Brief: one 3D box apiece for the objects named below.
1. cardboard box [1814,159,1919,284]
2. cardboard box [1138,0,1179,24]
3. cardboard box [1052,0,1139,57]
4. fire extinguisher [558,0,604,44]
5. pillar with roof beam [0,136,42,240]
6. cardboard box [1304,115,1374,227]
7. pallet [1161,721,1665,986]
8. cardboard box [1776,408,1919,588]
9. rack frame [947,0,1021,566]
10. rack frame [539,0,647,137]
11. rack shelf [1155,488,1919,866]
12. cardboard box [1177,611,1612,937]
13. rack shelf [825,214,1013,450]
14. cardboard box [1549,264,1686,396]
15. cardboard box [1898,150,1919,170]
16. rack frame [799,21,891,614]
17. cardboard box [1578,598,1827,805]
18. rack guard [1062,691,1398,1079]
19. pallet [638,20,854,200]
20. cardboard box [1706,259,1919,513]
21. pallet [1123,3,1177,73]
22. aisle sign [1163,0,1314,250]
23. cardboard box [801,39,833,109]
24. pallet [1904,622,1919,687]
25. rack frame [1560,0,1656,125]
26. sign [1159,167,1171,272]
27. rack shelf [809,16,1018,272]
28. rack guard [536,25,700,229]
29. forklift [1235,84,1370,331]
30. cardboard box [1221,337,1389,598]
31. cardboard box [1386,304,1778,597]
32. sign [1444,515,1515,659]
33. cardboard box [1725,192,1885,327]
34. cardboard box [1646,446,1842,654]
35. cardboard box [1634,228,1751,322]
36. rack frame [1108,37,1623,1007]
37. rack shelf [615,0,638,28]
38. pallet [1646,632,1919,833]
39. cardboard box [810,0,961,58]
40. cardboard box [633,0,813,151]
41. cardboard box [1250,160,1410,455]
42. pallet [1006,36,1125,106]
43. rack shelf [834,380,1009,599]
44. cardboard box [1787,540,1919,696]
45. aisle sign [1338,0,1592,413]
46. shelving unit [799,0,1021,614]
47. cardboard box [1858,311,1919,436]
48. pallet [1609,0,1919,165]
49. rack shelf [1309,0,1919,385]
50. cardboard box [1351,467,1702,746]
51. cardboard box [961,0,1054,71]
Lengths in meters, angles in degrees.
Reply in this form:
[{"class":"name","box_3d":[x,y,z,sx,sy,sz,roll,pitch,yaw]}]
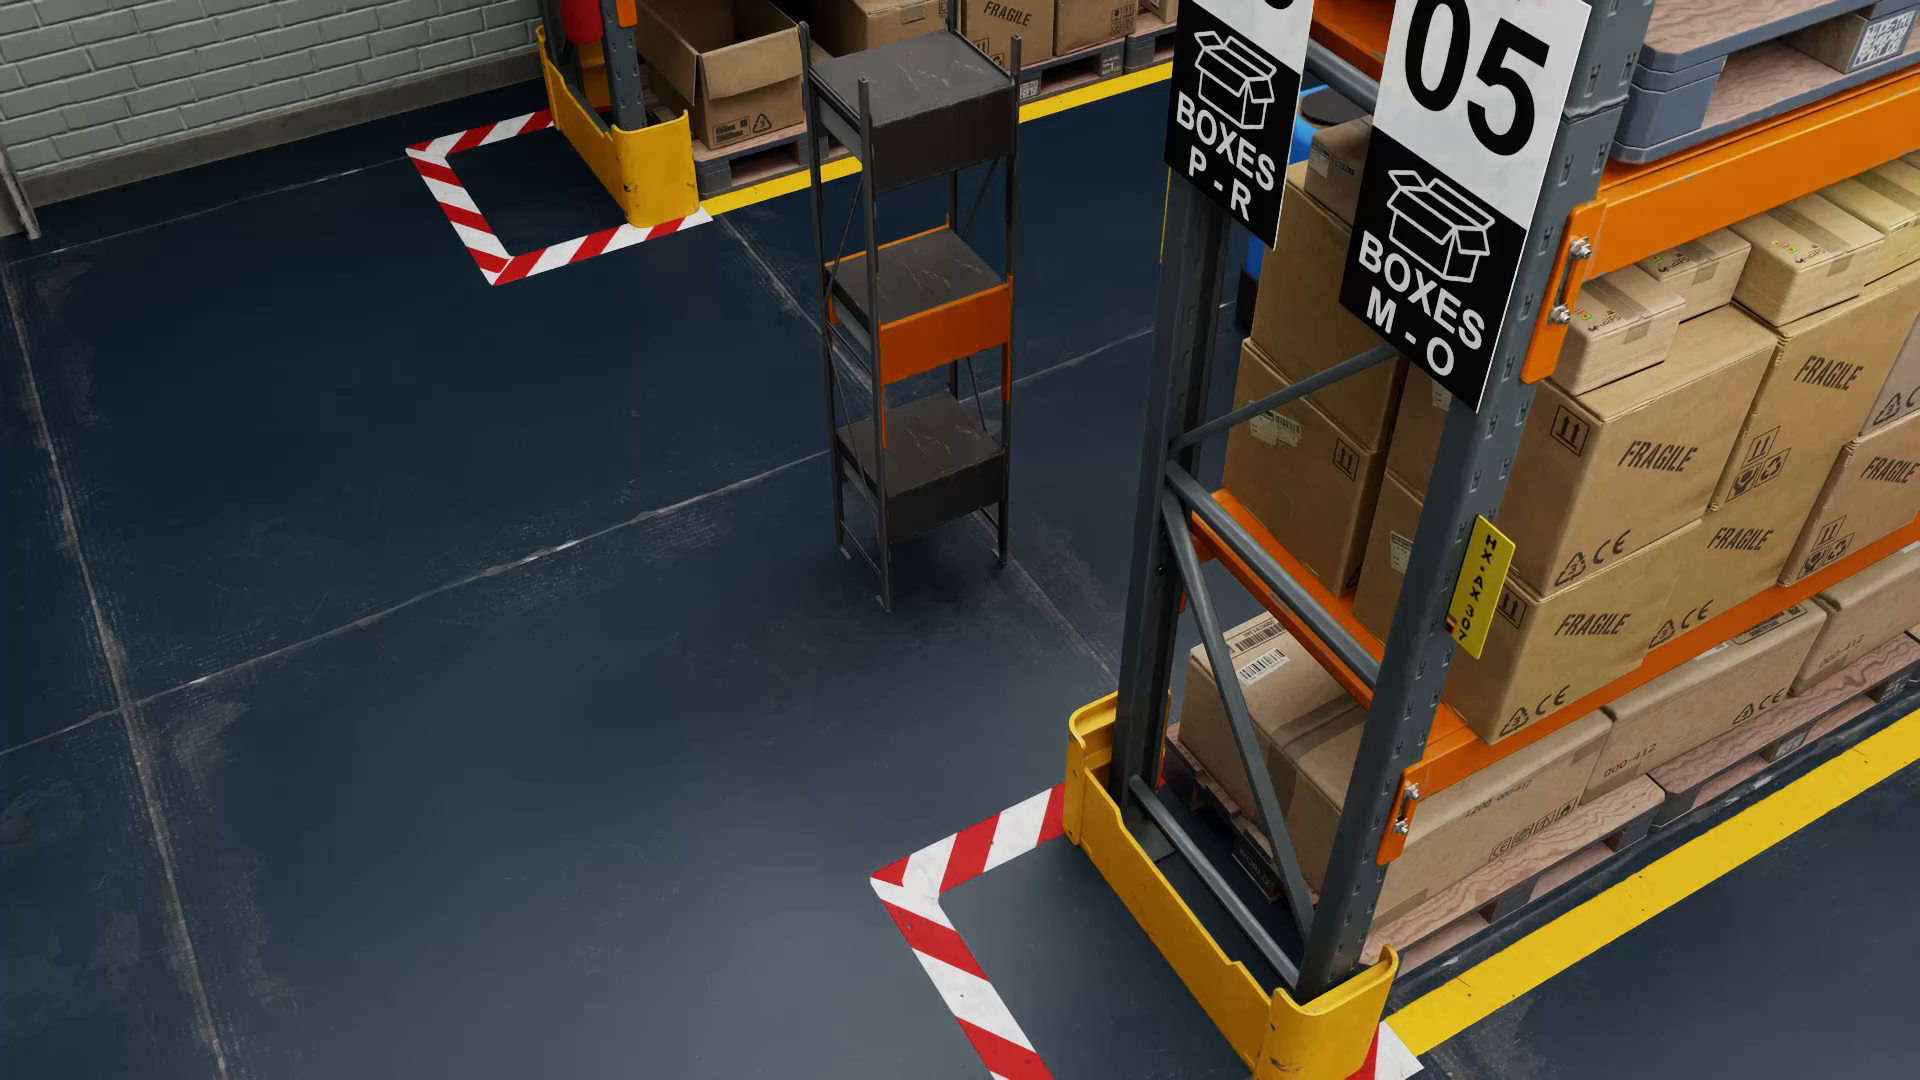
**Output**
[{"class":"cardboard box","box_3d":[1.902,-0.741,3.604,0.250,0.149,0.380,-23,49,-22]},{"class":"cardboard box","box_3d":[1.109,-2.959,8.807,0.258,0.266,0.396,-20,48,-20]},{"class":"cardboard box","box_3d":[0.525,-2.938,8.617,0.500,0.500,0.700,-24,49,-22]},{"class":"fire extinguisher","box_3d":[-1.611,-2.405,6.897,0.183,0.674,0.296,-22,48,-21]},{"class":"pillar with roof beam","box_3d":[-2.356,-2.059,1.910,0.400,9.000,9.100,-22,48,-21]},{"class":"cardboard box","box_3d":[0.974,-0.773,3.638,0.250,0.149,0.380,-21,48,-20]},{"class":"pallet","box_3d":[1.417,0.776,5.299,1.213,0.211,1.003,-22,48,-21]},{"class":"cardboard box","box_3d":[2.197,-0.287,4.321,0.500,0.500,0.500,-22,48,-21]},{"class":"rack frame","box_3d":[0.068,-0.781,5.547,0.015,2.100,0.400,-22,48,-21]},{"class":"rack frame","box_3d":[-1.713,-2.896,7.081,0.127,3.000,1.000,-22,48,-21]},{"class":"rack shelf","box_3d":[2.497,-0.336,4.959,4.000,0.370,1.077,-22,48,-21]},{"class":"cardboard box","box_3d":[1.285,0.579,5.038,0.875,0.438,0.875,-23,49,-22]},{"class":"rack shelf","box_3d":[-0.144,-0.686,5.469,0.480,0.518,0.431,-22,48,-21]},{"class":"cardboard box","box_3d":[1.208,-0.484,3.339,0.250,0.149,0.380,-21,48,-20]},{"class":"cardboard box","box_3d":[2.103,-0.864,3.731,0.250,0.149,0.380,-21,48,-21]},{"class":"rack frame","box_3d":[-0.355,-0.611,5.372,0.015,2.100,0.400,-22,48,-21]},{"class":"cardboard box","box_3d":[2.074,0.256,5.370,0.875,0.438,0.875,-21,48,-20]},{"class":"rack guard","box_3d":[0.742,1.005,4.856,0.348,0.500,1.175,-22,48,-21]},{"class":"pallet","box_3d":[-0.957,-2.199,8.365,1.213,0.211,1.003,-22,48,-21]},{"class":"cardboard box","box_3d":[1.765,-0.473,3.794,0.500,0.500,0.500,-23,49,-22]},{"class":"pallet","box_3d":[1.159,-3.046,9.237,1.213,0.211,1.003,-22,48,-21]},{"class":"aisle sign","box_3d":[0.546,-0.996,3.255,0.004,0.787,0.394,-22,48,-21]},{"class":"cardboard box","box_3d":[-0.748,-2.303,8.215,0.250,0.149,0.380,-24,49,-22]},{"class":"pallet","box_3d":[3.533,-0.071,6.172,1.213,0.211,1.003,-22,48,-21]},{"class":"rack frame","box_3d":[0.763,-2.053,1.904,0.127,3.000,1.000,-22,48,-21]},{"class":"sign","box_3d":[0.504,-0.733,3.850,0.005,0.325,0.100,-22,48,-21]},{"class":"rack shelf","box_3d":[-0.144,-1.189,4.982,0.480,0.518,0.431,-22,48,-21]},{"class":"rack guard","box_3d":[-1.647,-2.026,7.978,0.348,0.500,1.175,-22,48,-21]},{"class":"forklift","box_3d":[2.726,-2.193,6.405,3.031,2.935,1.130,-21,48,-20]},{"class":"cardboard box","box_3d":[1.049,-0.263,4.296,0.500,0.500,0.500,-22,48,-21]},{"class":"cardboard box","box_3d":[1.321,-0.290,3.605,0.500,0.500,0.500,-23,49,-22]},{"class":"sign","box_3d":[1.034,0.098,3.317,0.005,0.325,0.100,-22,48,-21]},{"class":"cardboard box","box_3d":[1.683,-0.639,3.499,0.250,0.149,0.380,-20,48,-20]},{"class":"cardboard box","box_3d":[1.747,-0.122,4.150,0.500,0.500,0.500,-22,48,-21]},{"class":"cardboard box","box_3d":[1.400,-0.618,3.477,0.250,0.149,0.380,-21,48,-20]},{"class":"rack frame","box_3d":[0.763,0.100,3.994,0.127,3.000,1.000,-22,48,-21]},{"class":"rack shelf","box_3d":[0.021,-3.332,8.046,4.000,0.370,1.077,-22,48,-21]},{"class":"pallet","box_3d":[2.474,0.355,5.733,1.213,0.211,1.003,-22,48,-21]},{"class":"cardboard box","box_3d":[-0.375,-2.578,8.246,0.500,0.500,0.700,-20,48,-19]},{"class":"cardboard box","box_3d":[-1.136,-2.306,7.964,0.637,0.503,0.797,-24,49,-22]},{"class":"cardboard box","box_3d":[1.062,-0.606,3.931,0.500,0.500,0.500,-20,48,-20]},{"class":"pallet","box_3d":[0.100,-2.620,8.798,1.213,0.211,1.003,-22,48,-21]},{"class":"rack shelf","box_3d":[-0.144,-0.184,5.957,0.480,0.518,0.431,-22,48,-21]},{"class":"cardboard box","box_3d":[2.857,-0.055,5.692,0.875,0.438,0.875,-23,49,-22]},{"class":"aisle sign","box_3d":[0.845,-0.633,2.882,0.004,0.787,0.394,-22,48,-21]},{"class":"shelving unit","box_3d":[-0.144,-0.696,5.460,0.503,2.100,0.431,-22,48,-21]},{"class":"cardboard box","box_3d":[2.208,-0.656,3.983,0.500,0.500,0.500,-22,48,-21]},{"class":"pallet","box_3d":[1.401,-1.209,3.251,1.213,0.211,1.003,-22,48,-21]},{"class":"rack shelf","box_3d":[2.497,-1.413,3.914,4.000,0.370,1.077,-22,48,-21]},{"class":"cardboard box","box_3d":[1.322,0.071,3.952,0.500,0.500,0.500,-22,48,-21]},{"class":"cardboard box","box_3d":[0.133,-2.701,8.373,0.500,0.500,0.500,-21,48,-20]}]
